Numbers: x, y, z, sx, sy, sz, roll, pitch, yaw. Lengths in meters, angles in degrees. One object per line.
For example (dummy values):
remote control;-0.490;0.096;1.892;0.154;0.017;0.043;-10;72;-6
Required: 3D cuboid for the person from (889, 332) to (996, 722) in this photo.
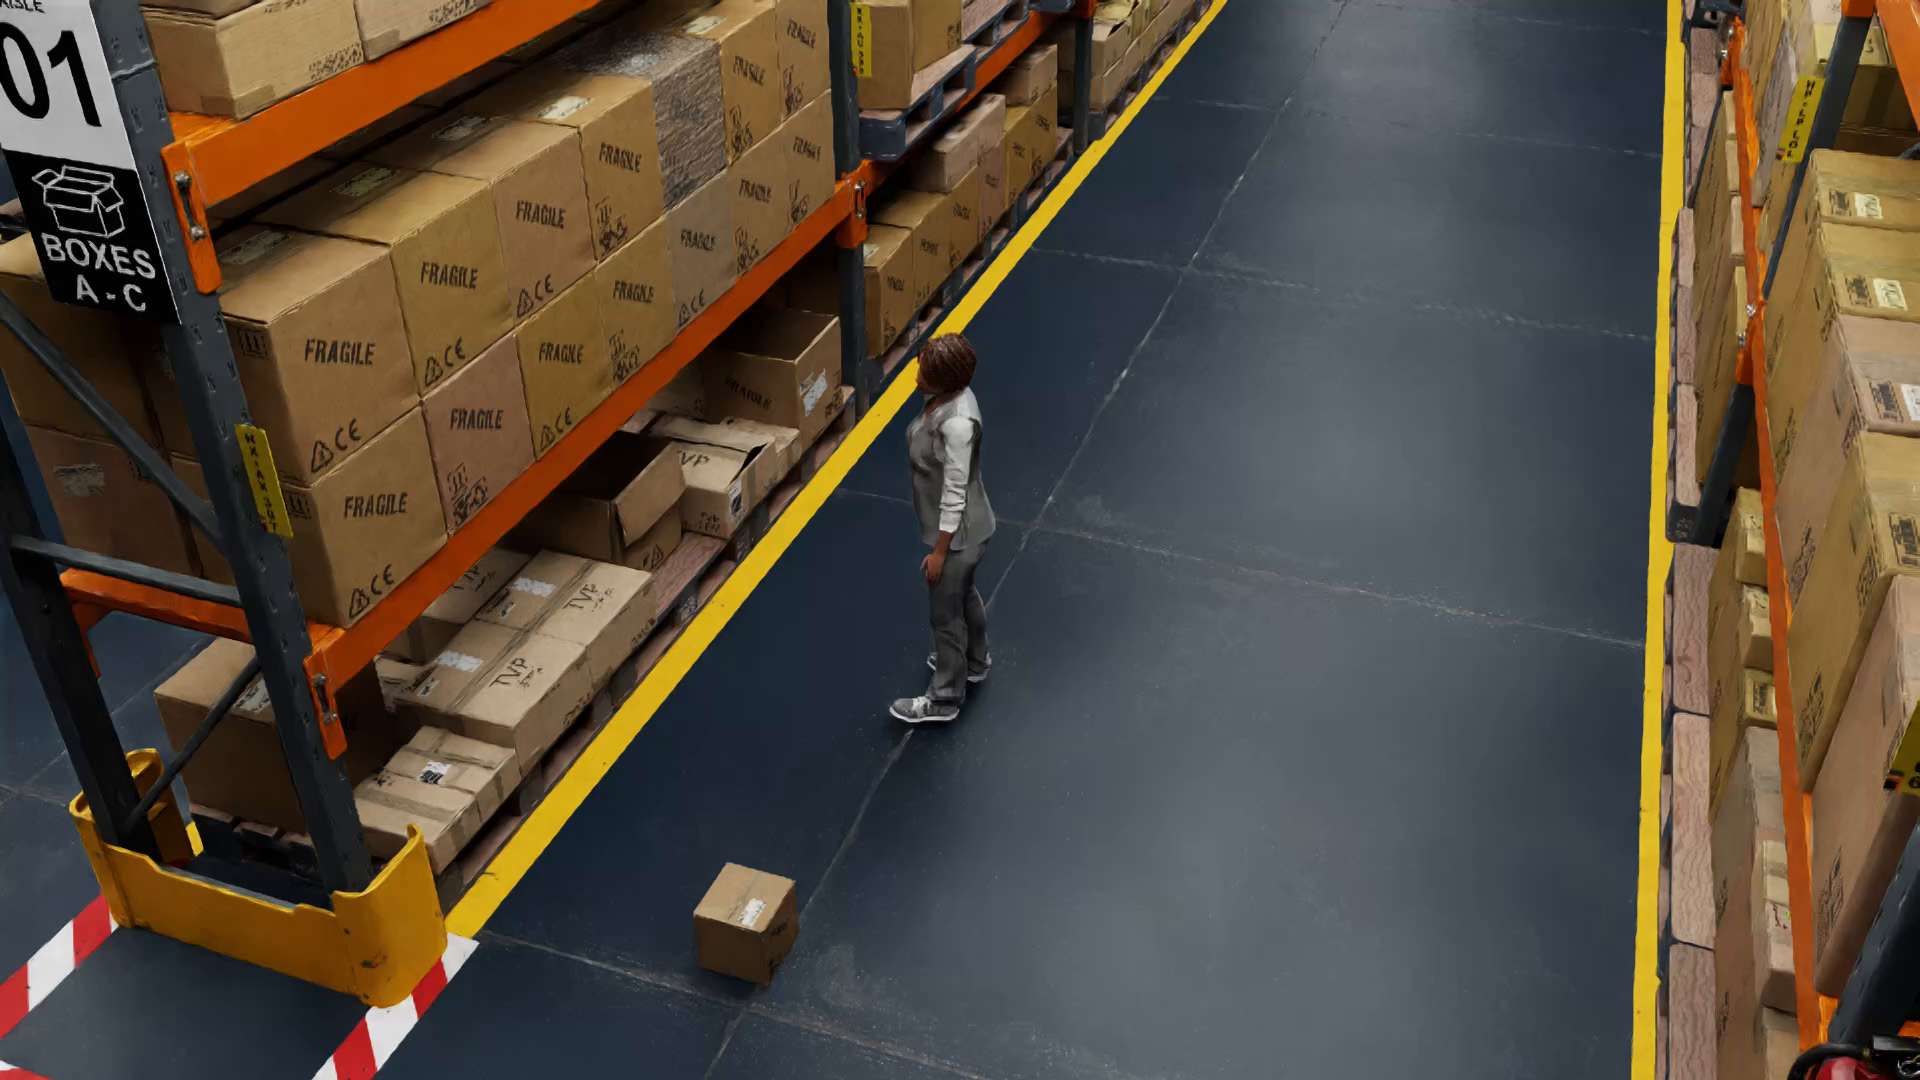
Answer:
person;-0.077;-0.041;6.164;0.421;1.603;0.489;-3;34;-4
